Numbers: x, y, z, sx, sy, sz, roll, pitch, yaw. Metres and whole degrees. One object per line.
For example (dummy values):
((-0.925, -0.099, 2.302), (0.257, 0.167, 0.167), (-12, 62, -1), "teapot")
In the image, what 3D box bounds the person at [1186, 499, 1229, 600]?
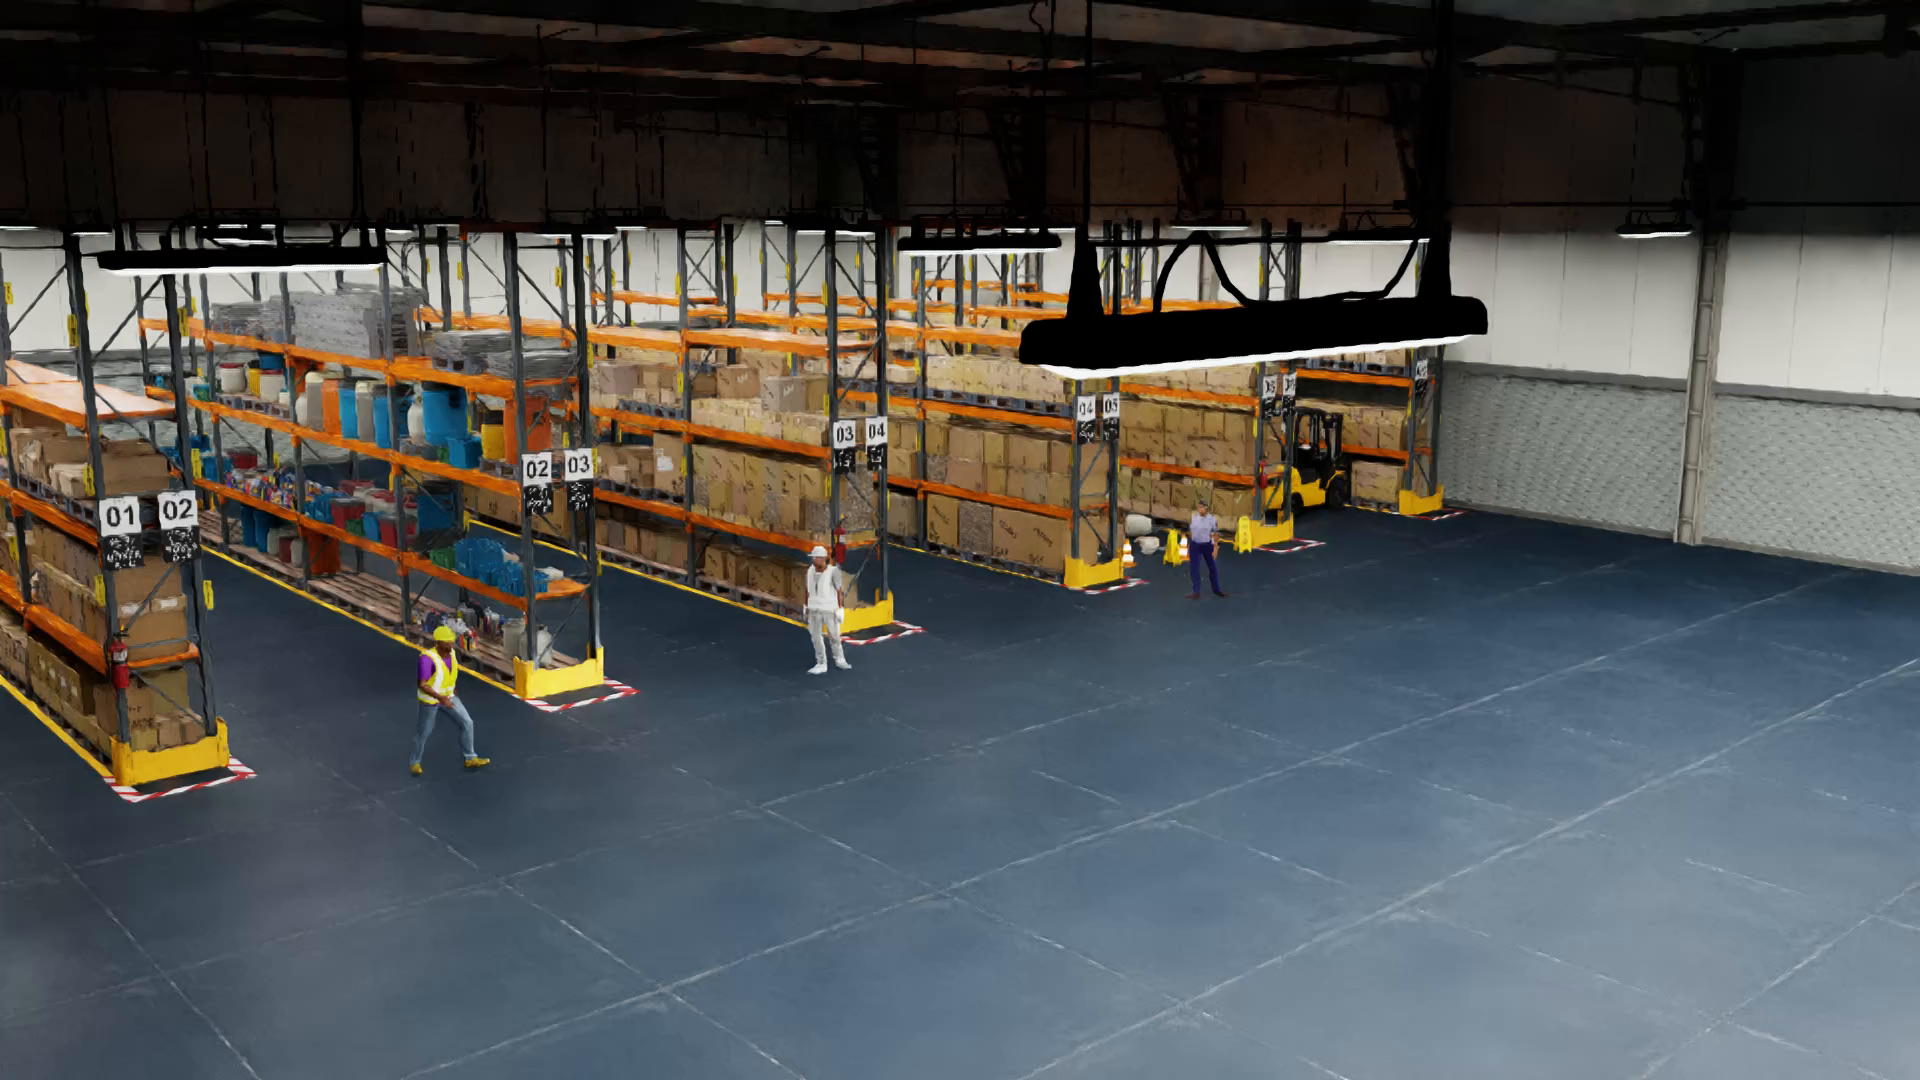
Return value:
((4.033, 0.157, 27.059), (0.686, 1.619, 0.469), (4, 12, 20), "person")

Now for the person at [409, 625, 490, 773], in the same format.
((-5.861, 1.778, 18.717), (0.797, 1.701, 0.709), (6, 13, 29), "person")

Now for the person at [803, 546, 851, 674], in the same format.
((-1.848, 0.934, 22.800), (0.654, 1.780, 0.541), (5, 12, 22), "person")
